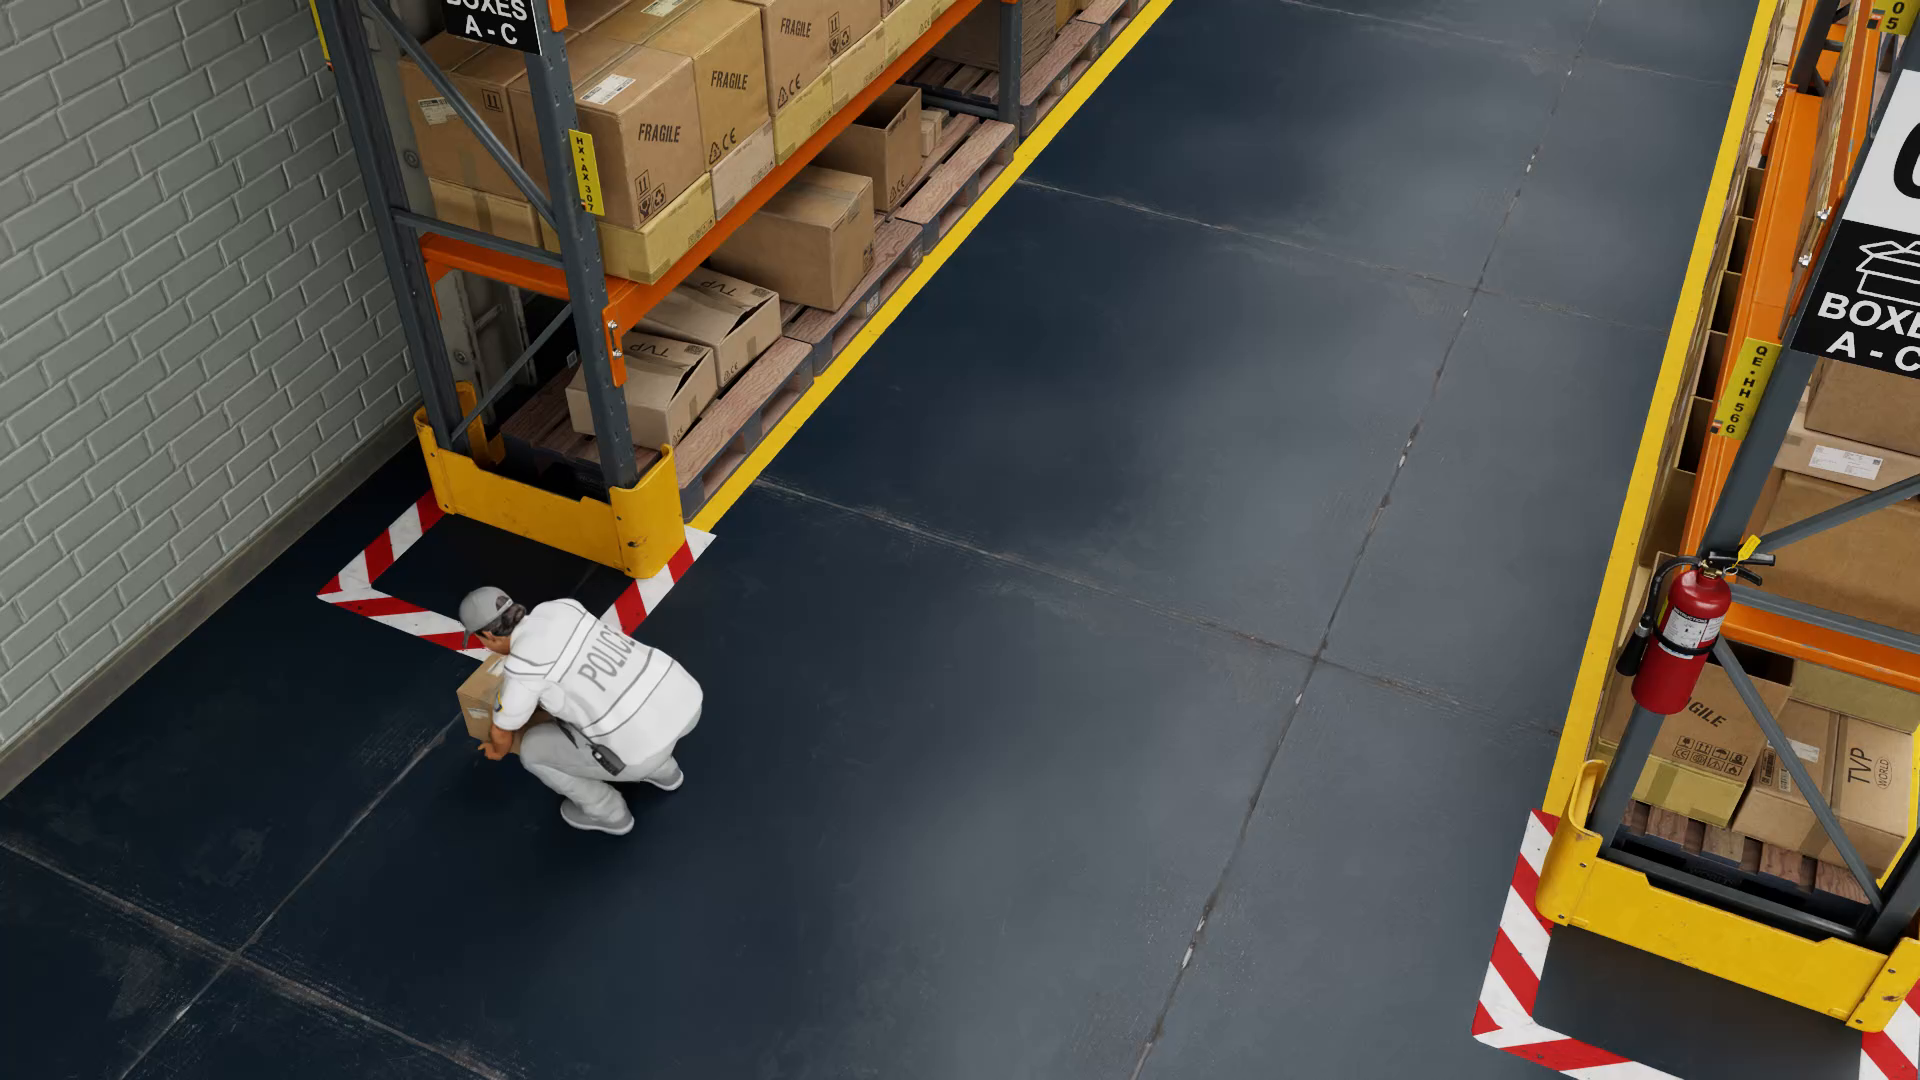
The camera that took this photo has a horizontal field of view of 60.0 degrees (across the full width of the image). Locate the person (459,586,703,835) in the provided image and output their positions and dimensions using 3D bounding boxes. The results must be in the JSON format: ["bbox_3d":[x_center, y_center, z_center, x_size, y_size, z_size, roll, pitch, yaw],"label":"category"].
[{"bbox_3d":[-1.352,0.609,5.999,0.839,0.986,0.526,17,45,18],"label":"person"}]
